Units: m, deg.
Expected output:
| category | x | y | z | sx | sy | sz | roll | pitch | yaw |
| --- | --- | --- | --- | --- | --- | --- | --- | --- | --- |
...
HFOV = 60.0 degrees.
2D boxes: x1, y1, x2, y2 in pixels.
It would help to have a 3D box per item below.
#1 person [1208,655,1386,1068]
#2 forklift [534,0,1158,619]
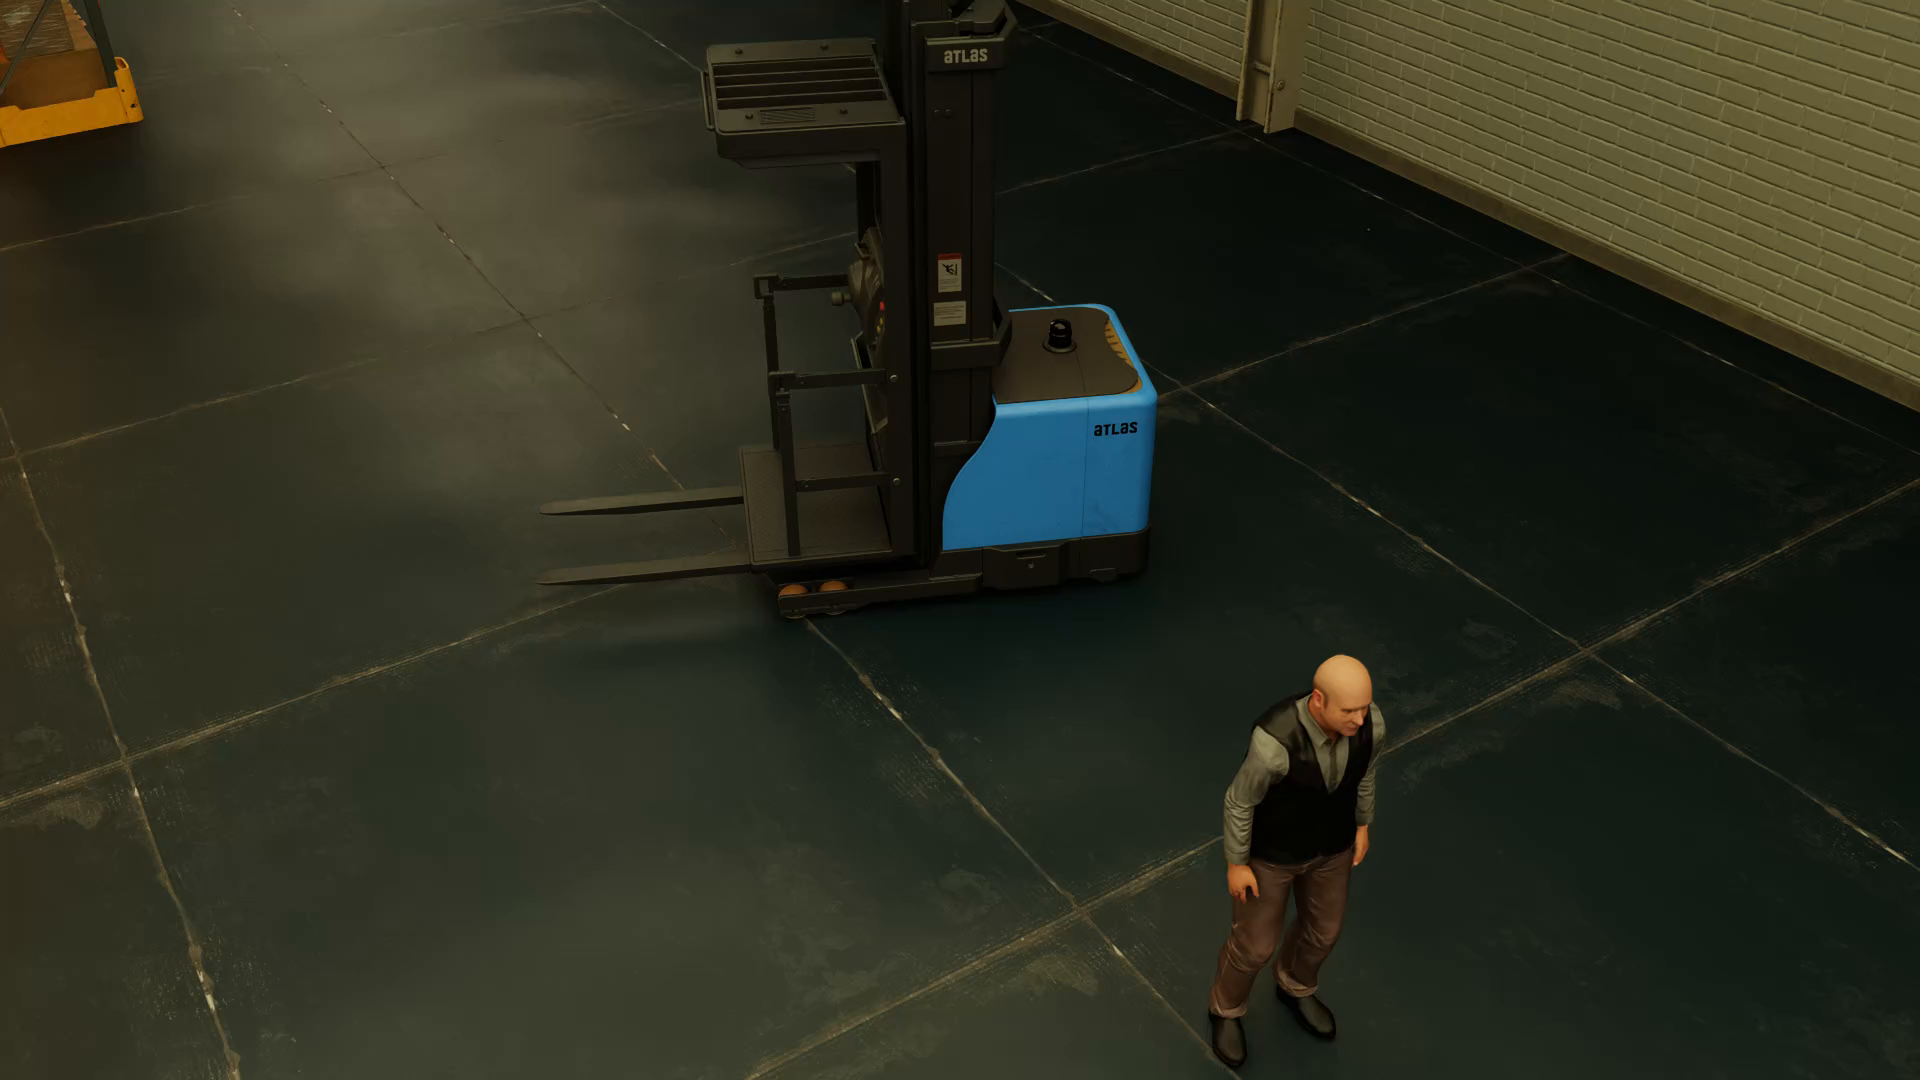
| category | x | y | z | sx | sy | sz | roll | pitch | yaw |
| --- | --- | --- | --- | --- | --- | --- | --- | --- | --- |
| person | 1.152 | 1.048 | 5.712 | 0.581 | 1.719 | 0.426 | -13 | 37 | -18 |
| forklift | -0.613 | -1.141 | 7.772 | 3.031 | 2.935 | 1.130 | -5 | 35 | -8 |
